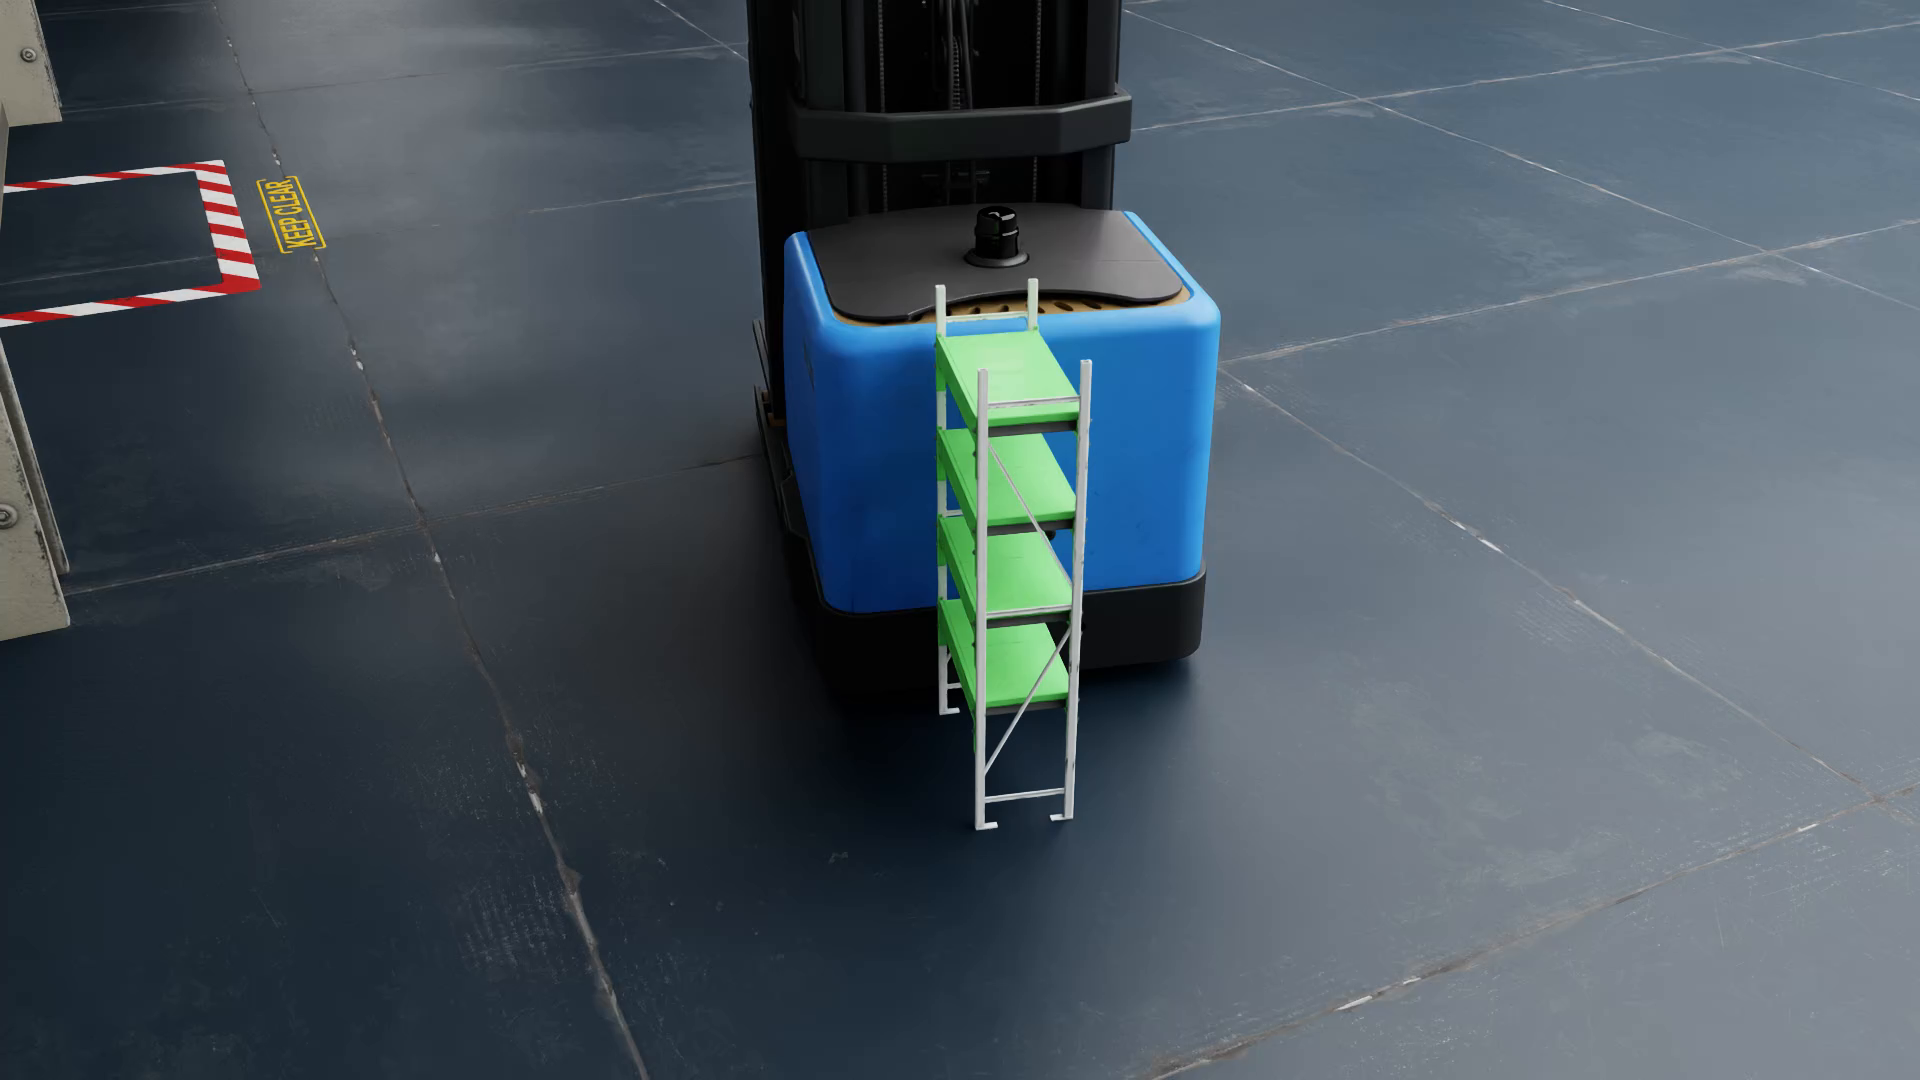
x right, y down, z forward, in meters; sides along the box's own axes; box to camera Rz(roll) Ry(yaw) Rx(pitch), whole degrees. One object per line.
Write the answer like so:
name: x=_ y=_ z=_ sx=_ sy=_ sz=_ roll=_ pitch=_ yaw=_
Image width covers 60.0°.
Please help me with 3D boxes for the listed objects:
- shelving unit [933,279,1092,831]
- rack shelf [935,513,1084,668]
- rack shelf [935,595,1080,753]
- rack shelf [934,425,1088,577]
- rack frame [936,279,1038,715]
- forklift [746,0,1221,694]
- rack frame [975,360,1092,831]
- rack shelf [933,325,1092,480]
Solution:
shelving unit: x=0.109 y=0.044 z=3.944 sx=0.258 sy=1.200 sz=0.503 roll=-5 pitch=30 yaw=-9
rack shelf: x=0.109 y=0.100 z=3.975 sx=0.258 sy=0.148 sz=0.480 roll=-5 pitch=30 yaw=-9
rack shelf: x=0.109 y=0.309 z=4.093 sx=0.258 sy=0.148 sz=0.480 roll=-5 pitch=30 yaw=-9
rack shelf: x=0.109 y=-0.109 z=3.858 sx=0.258 sy=0.148 sz=0.480 roll=-5 pitch=30 yaw=-9
rack frame: x=0.063 y=-0.073 z=4.153 sx=0.240 sy=1.200 sz=0.015 roll=-5 pitch=30 yaw=-9
forklift: x=-0.117 y=-1.577 z=5.066 sx=1.130 sy=2.935 sz=3.031 roll=-5 pitch=30 yaw=-9
rack frame: x=0.155 y=0.162 z=3.735 sx=0.240 sy=1.200 sz=0.015 roll=-5 pitch=30 yaw=-9
rack shelf: x=0.109 y=-0.319 z=3.740 sx=0.258 sy=0.148 sz=0.480 roll=-5 pitch=30 yaw=-9
